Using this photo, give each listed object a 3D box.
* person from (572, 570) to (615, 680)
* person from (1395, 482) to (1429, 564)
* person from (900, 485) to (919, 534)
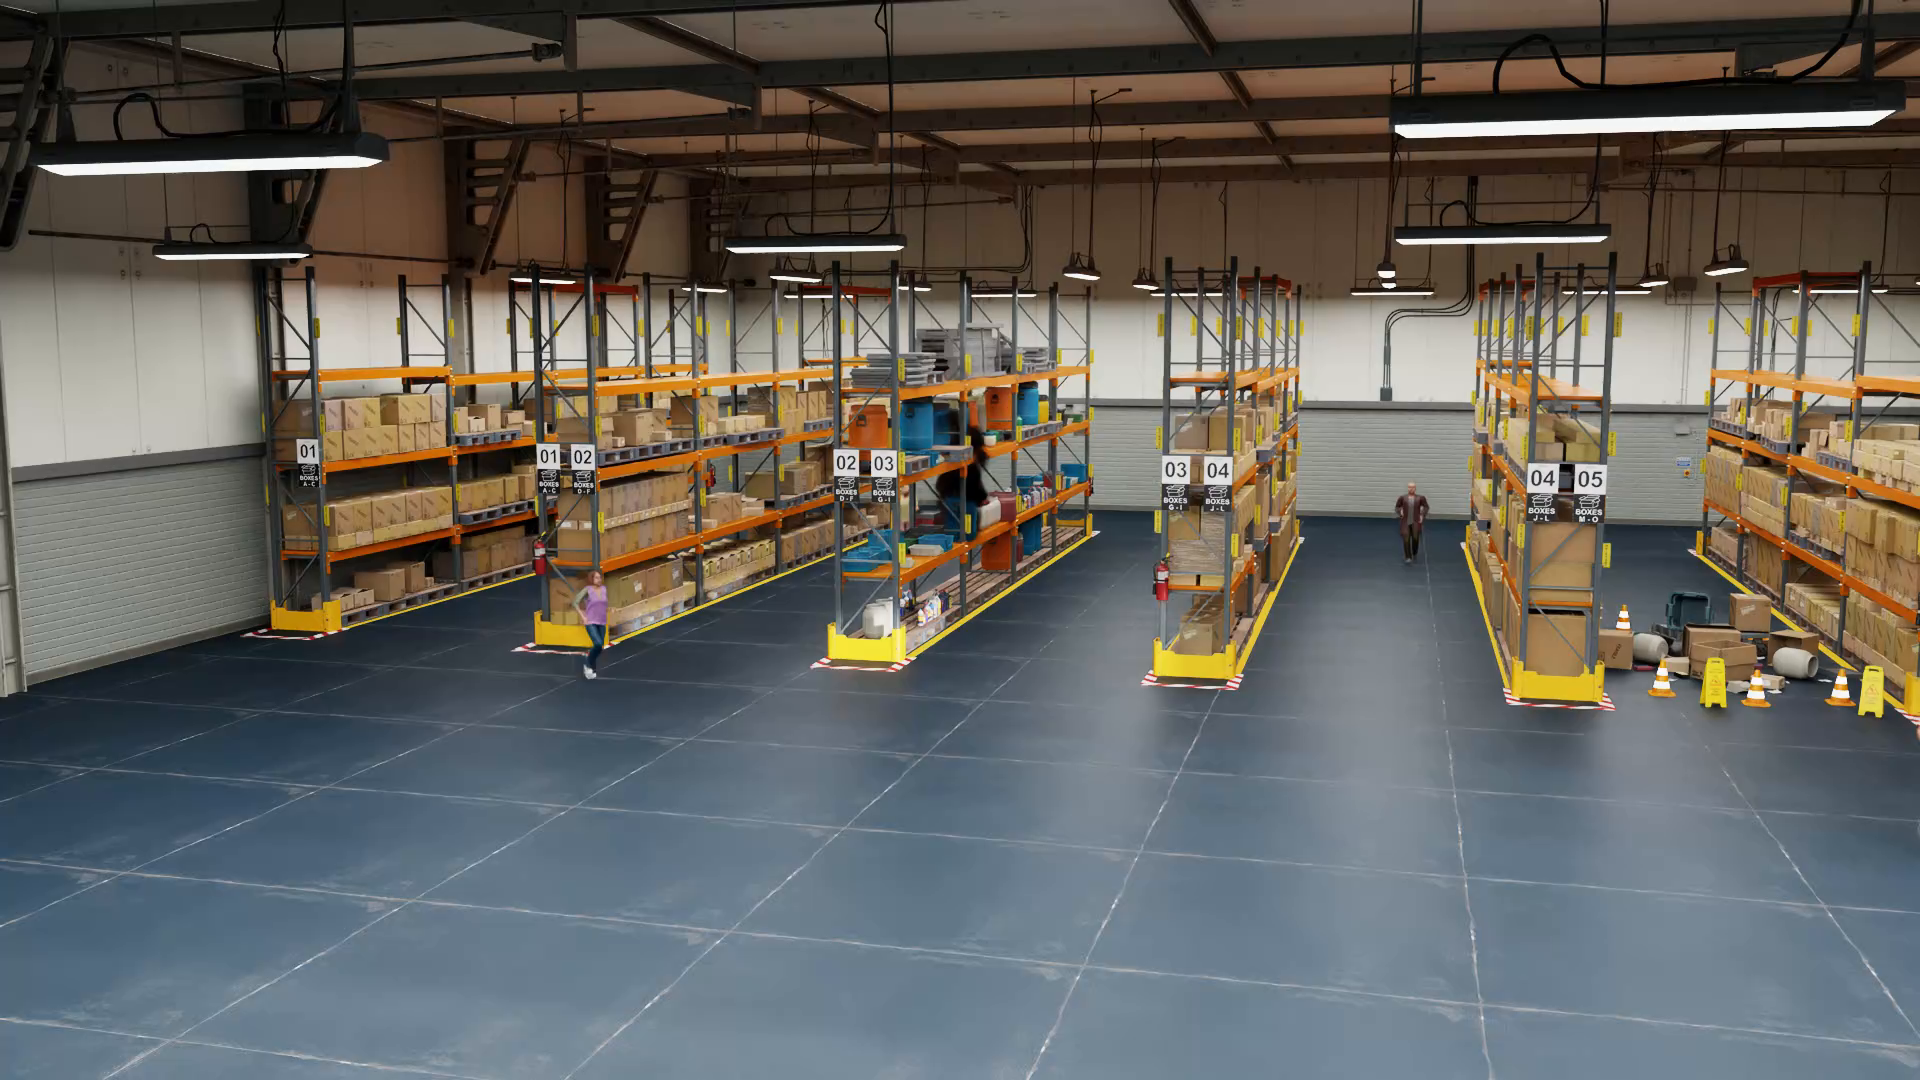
[{"bbox_3d":[-5.200,1.213,23.713,0.638,1.576,0.497,7,10,43],"label":"person"},{"bbox_3d":[9.572,-0.345,35.304,0.698,1.738,0.636,2,8,18],"label":"person"},{"bbox_3d":[-1.197,-0.421,36.415,0.583,1.623,0.687,1,7,7],"label":"person"}]
